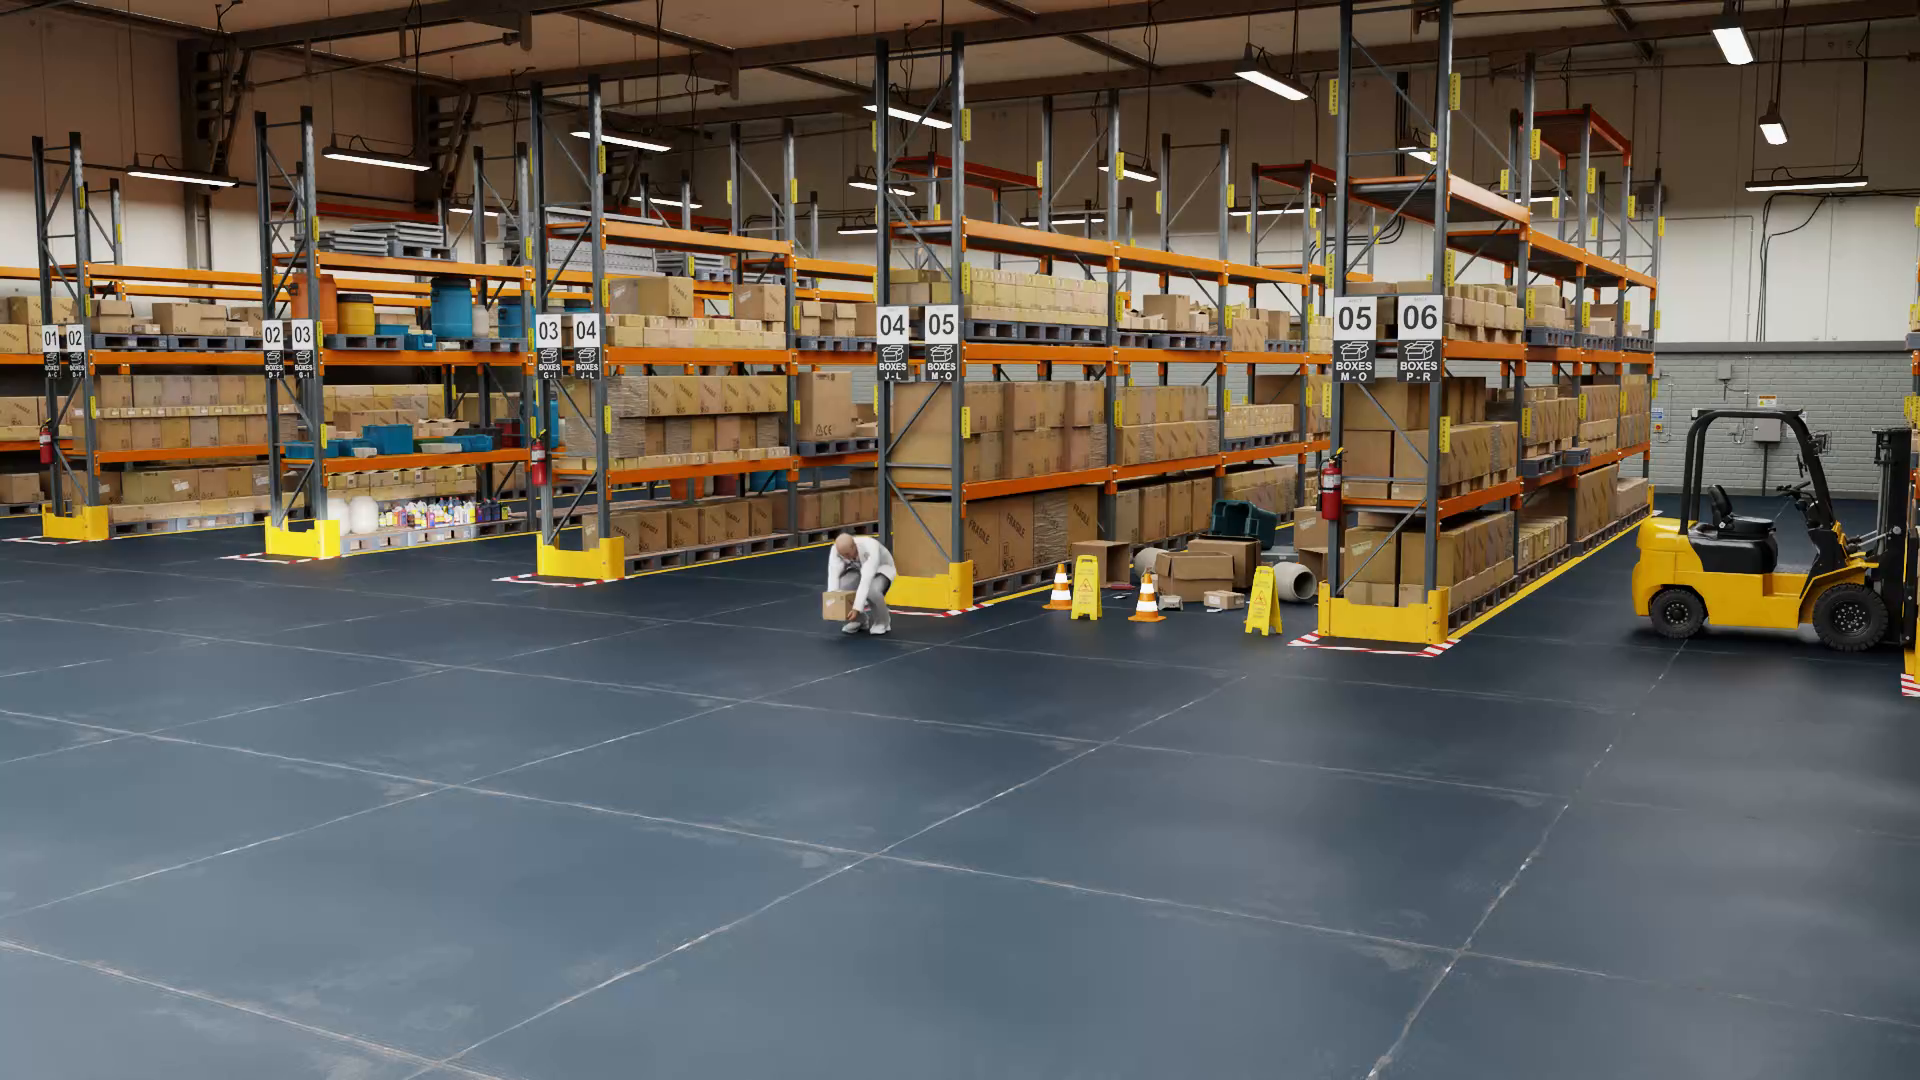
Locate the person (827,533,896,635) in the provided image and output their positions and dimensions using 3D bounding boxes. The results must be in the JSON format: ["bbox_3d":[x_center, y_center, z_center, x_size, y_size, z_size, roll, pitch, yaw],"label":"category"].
[{"bbox_3d":[-0.957,0.405,15.898,0.589,1.008,0.927,3,6,27],"label":"person"}]
